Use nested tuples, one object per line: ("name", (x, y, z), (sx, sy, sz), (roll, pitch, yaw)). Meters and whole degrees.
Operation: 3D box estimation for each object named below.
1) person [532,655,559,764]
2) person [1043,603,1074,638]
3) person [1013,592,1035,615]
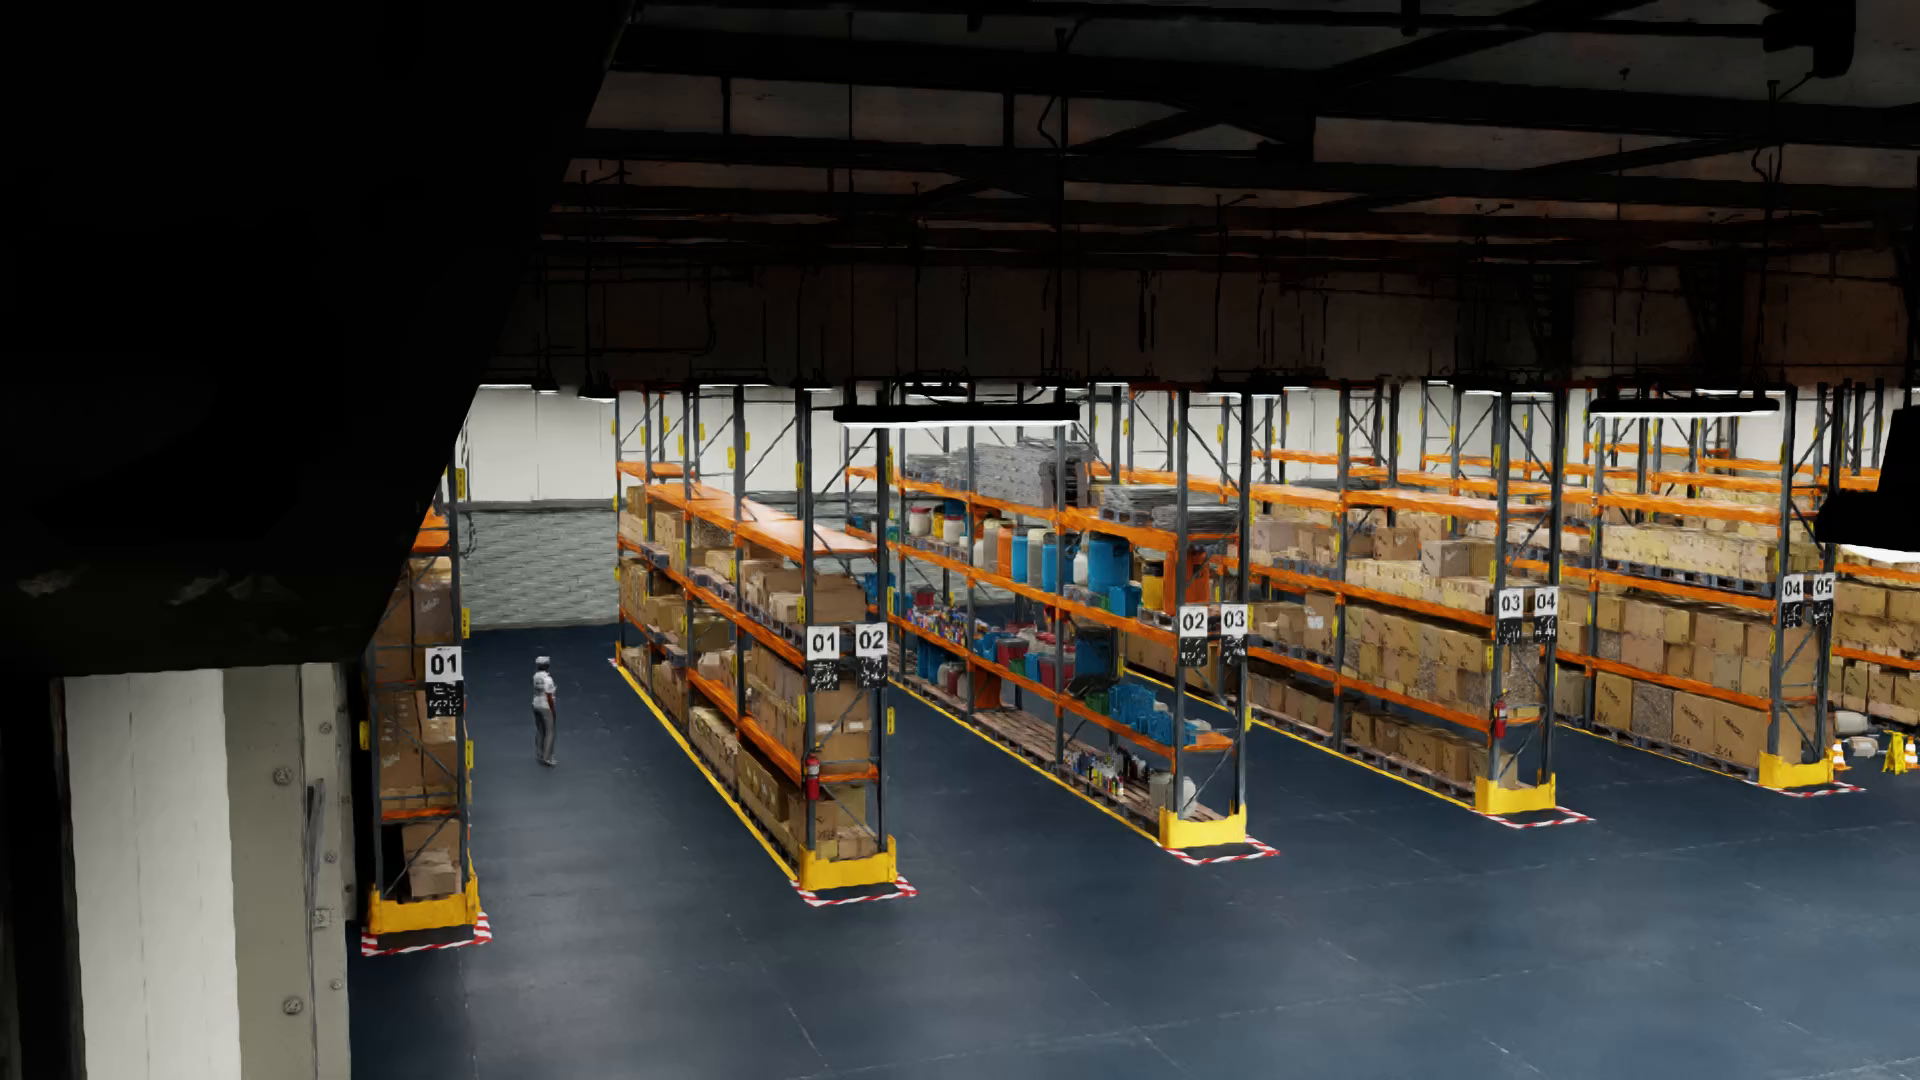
("person", (-6.615, 2.722, 26.554), (0.526, 1.737, 0.372), (6, 8, 43))
("person", (2.059, 1.829, 34.777), (0.682, 1.676, 0.535), (-2, 6, -21))
("person", (1.612, 1.080, 42.046), (0.507, 1.629, 0.598), (5, 8, 37))
